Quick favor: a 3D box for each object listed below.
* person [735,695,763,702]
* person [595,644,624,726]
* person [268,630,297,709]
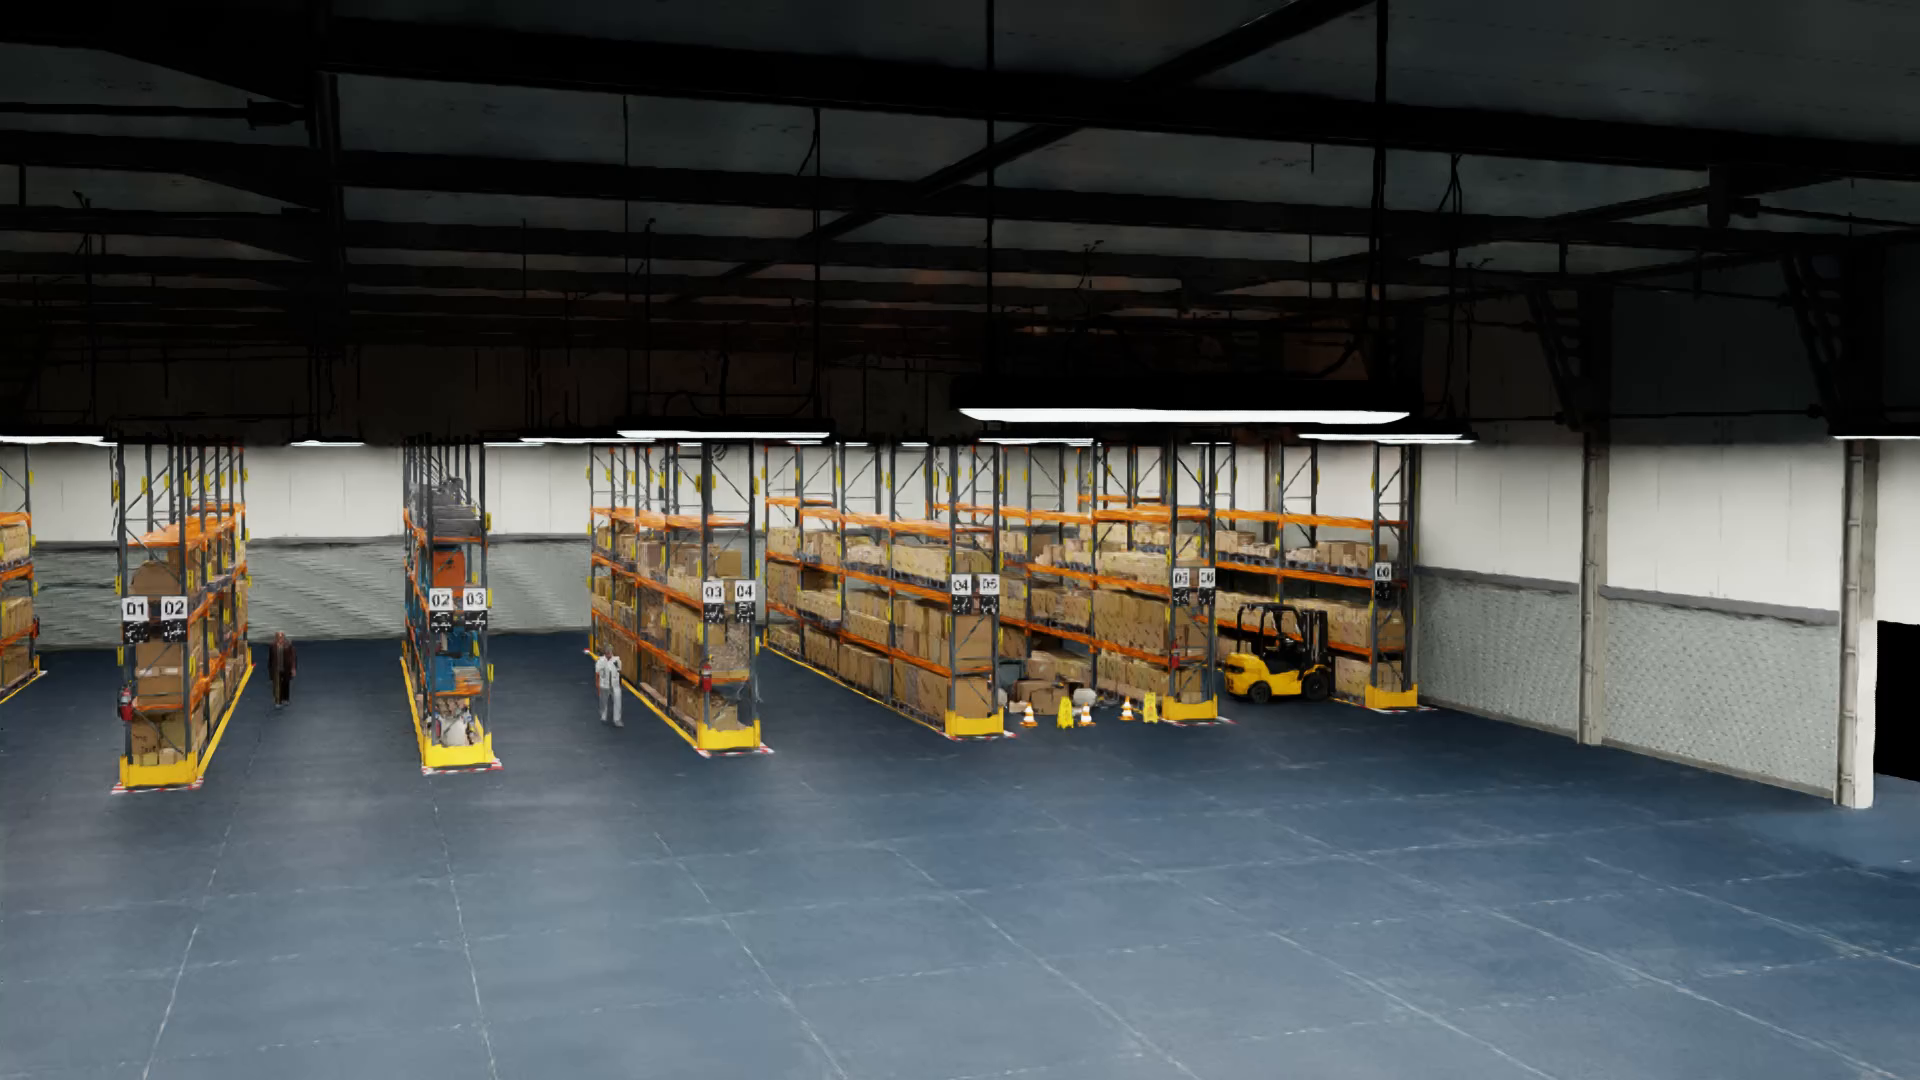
[{"bbox_3d":[-4.793,2.848,37.379,0.448,1.573,0.996,-2,4,-28],"label":"person"},{"bbox_3d":[-7.238,2.968,34.262,0.542,1.675,1.126,-1,3,-18],"label":"person"},{"bbox_3d":[-14.921,2.827,36.608,0.604,1.724,1.111,-1,3,-21],"label":"person"}]
